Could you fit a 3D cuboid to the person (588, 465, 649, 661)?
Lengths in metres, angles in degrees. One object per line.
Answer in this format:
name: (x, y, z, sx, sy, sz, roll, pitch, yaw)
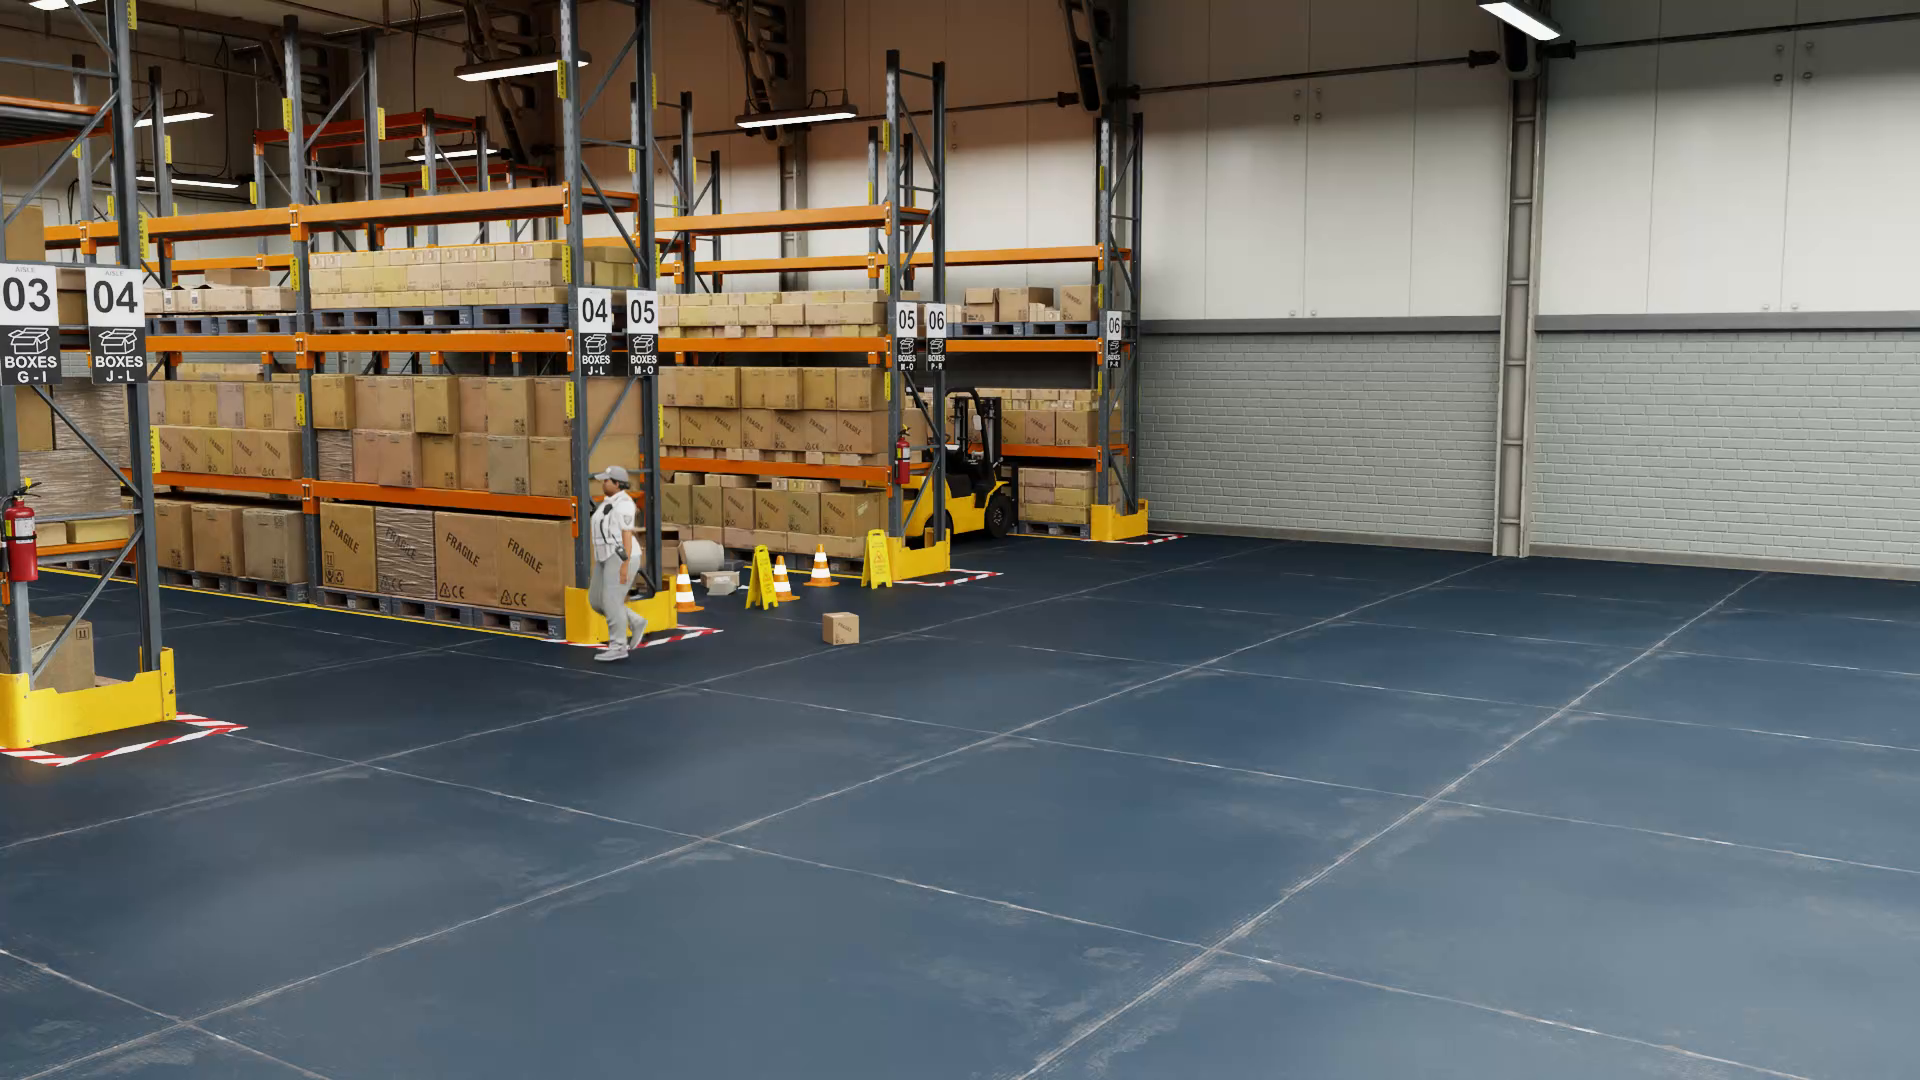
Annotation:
person: (-2.900, 0.183, 14.207, 0.558, 1.649, 0.492, -4, 8, -32)
